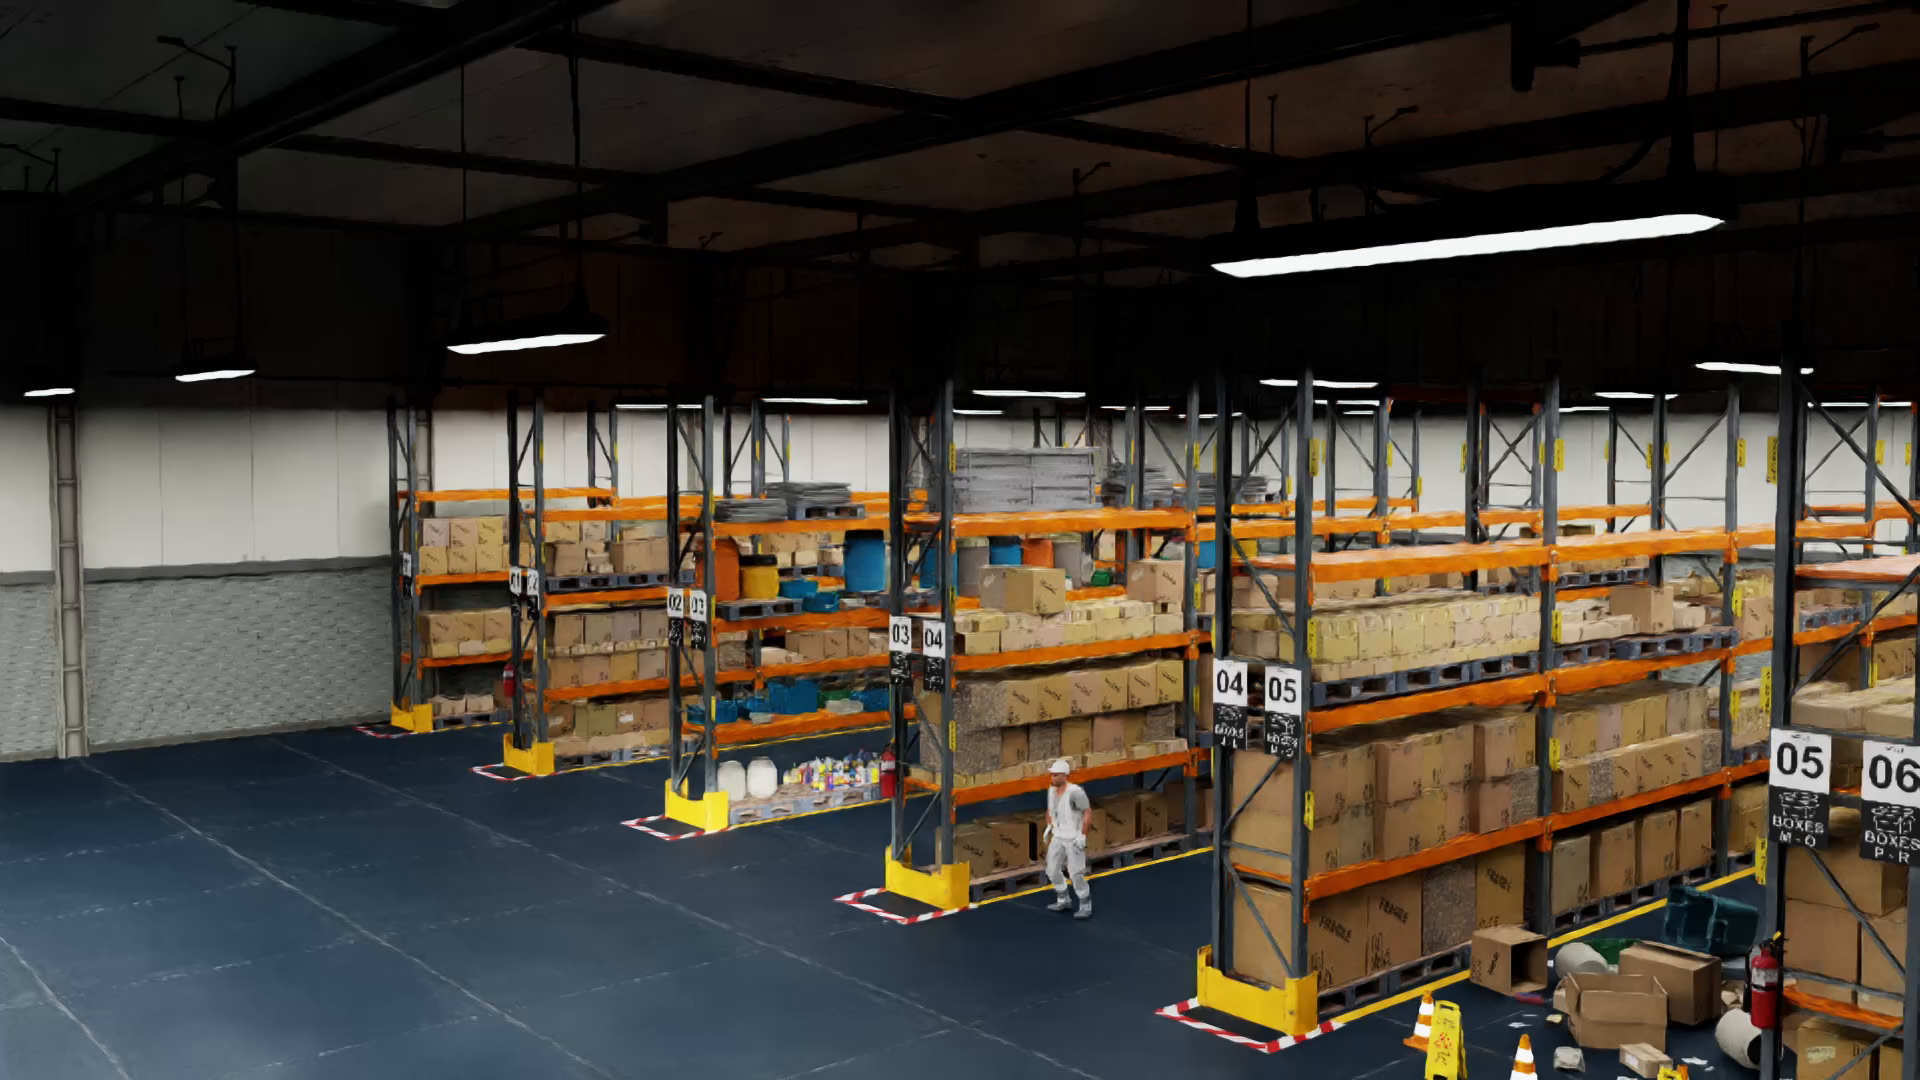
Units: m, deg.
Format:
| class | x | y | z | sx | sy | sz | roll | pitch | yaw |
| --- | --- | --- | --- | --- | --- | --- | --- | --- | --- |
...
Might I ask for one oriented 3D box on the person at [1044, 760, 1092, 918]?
| class | x | y | z | sx | sy | sz | roll | pitch | yaw |
| --- | --- | --- | --- | --- | --- | --- | --- | --- | --- |
| person | 1.158 | 3.244 | 18.112 | 0.551 | 1.742 | 0.677 | -3 | 4 | -41 |
